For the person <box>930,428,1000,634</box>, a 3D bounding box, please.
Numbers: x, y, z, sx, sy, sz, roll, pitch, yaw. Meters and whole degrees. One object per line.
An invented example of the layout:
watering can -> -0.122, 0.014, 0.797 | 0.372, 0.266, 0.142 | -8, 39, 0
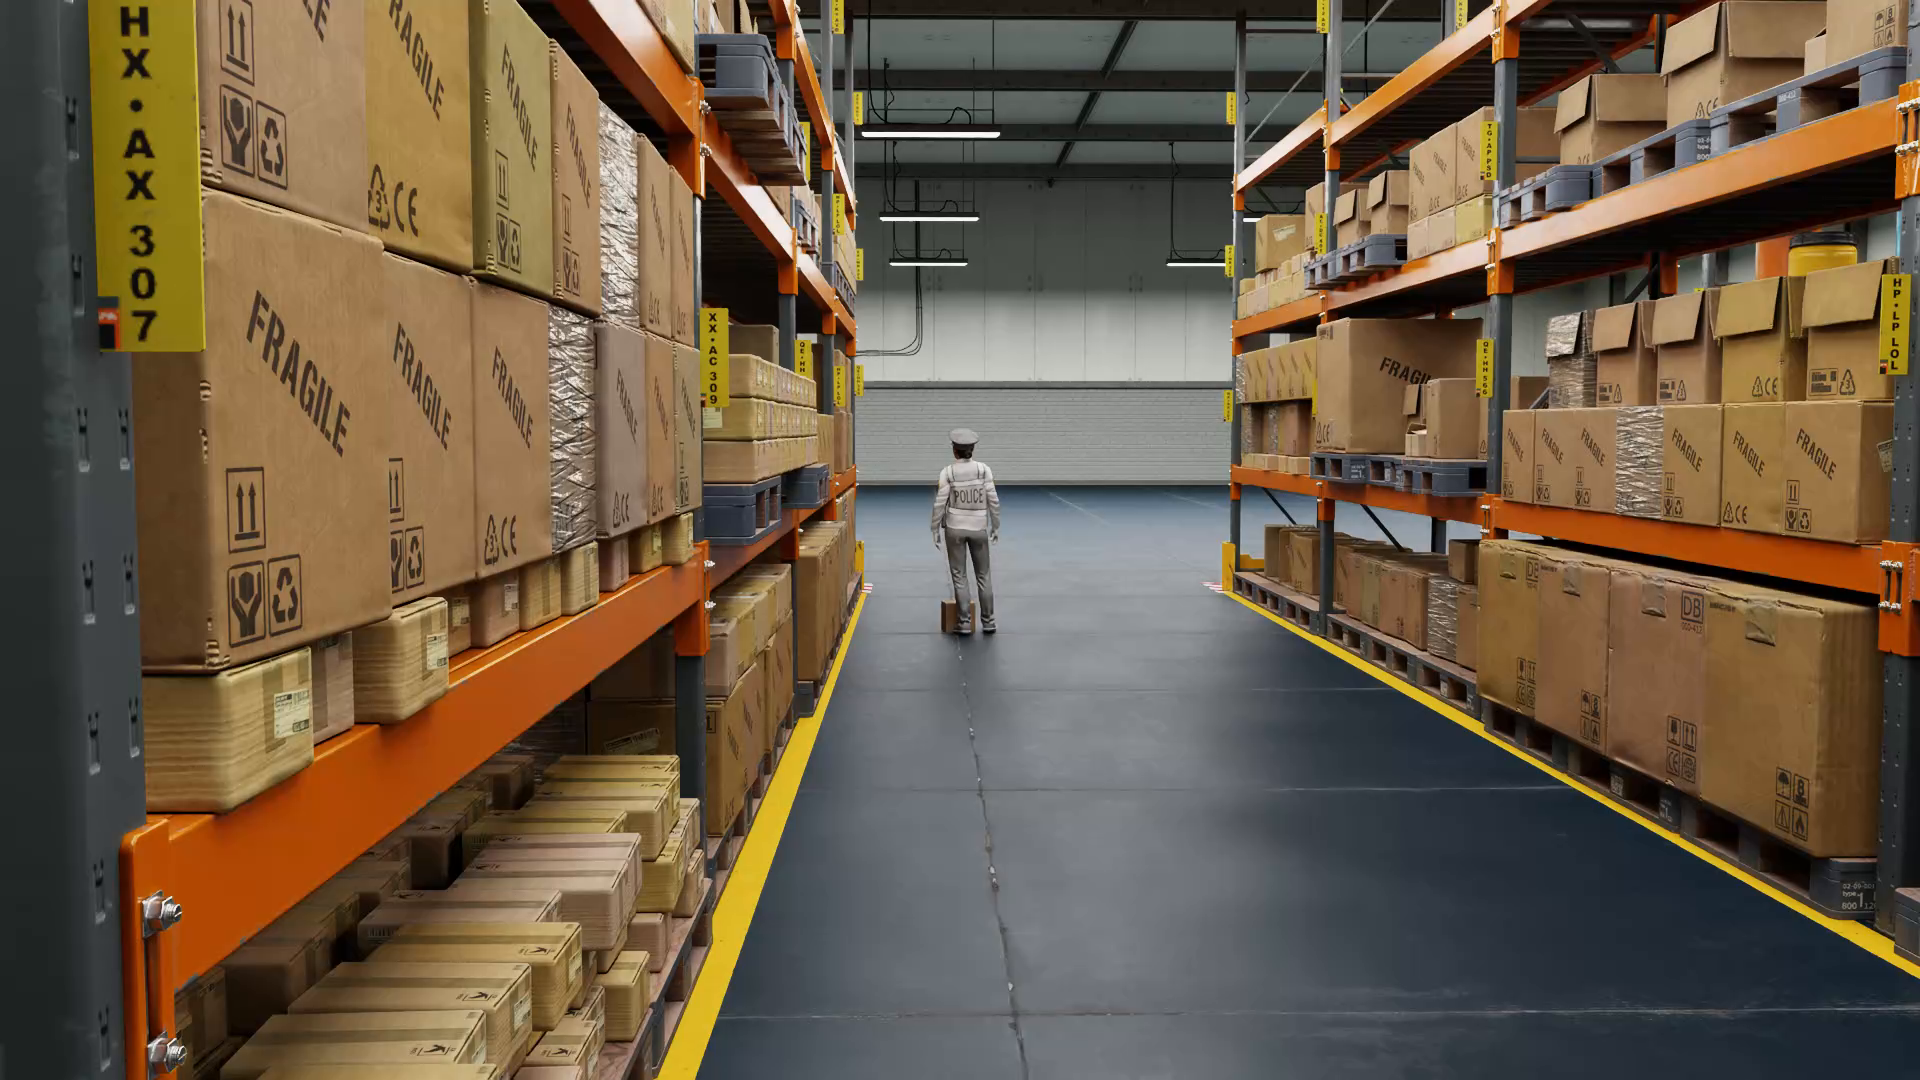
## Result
person -> 0.043, -0.074, 13.712 | 0.587, 1.696, 0.531 | -1, 4, -8
